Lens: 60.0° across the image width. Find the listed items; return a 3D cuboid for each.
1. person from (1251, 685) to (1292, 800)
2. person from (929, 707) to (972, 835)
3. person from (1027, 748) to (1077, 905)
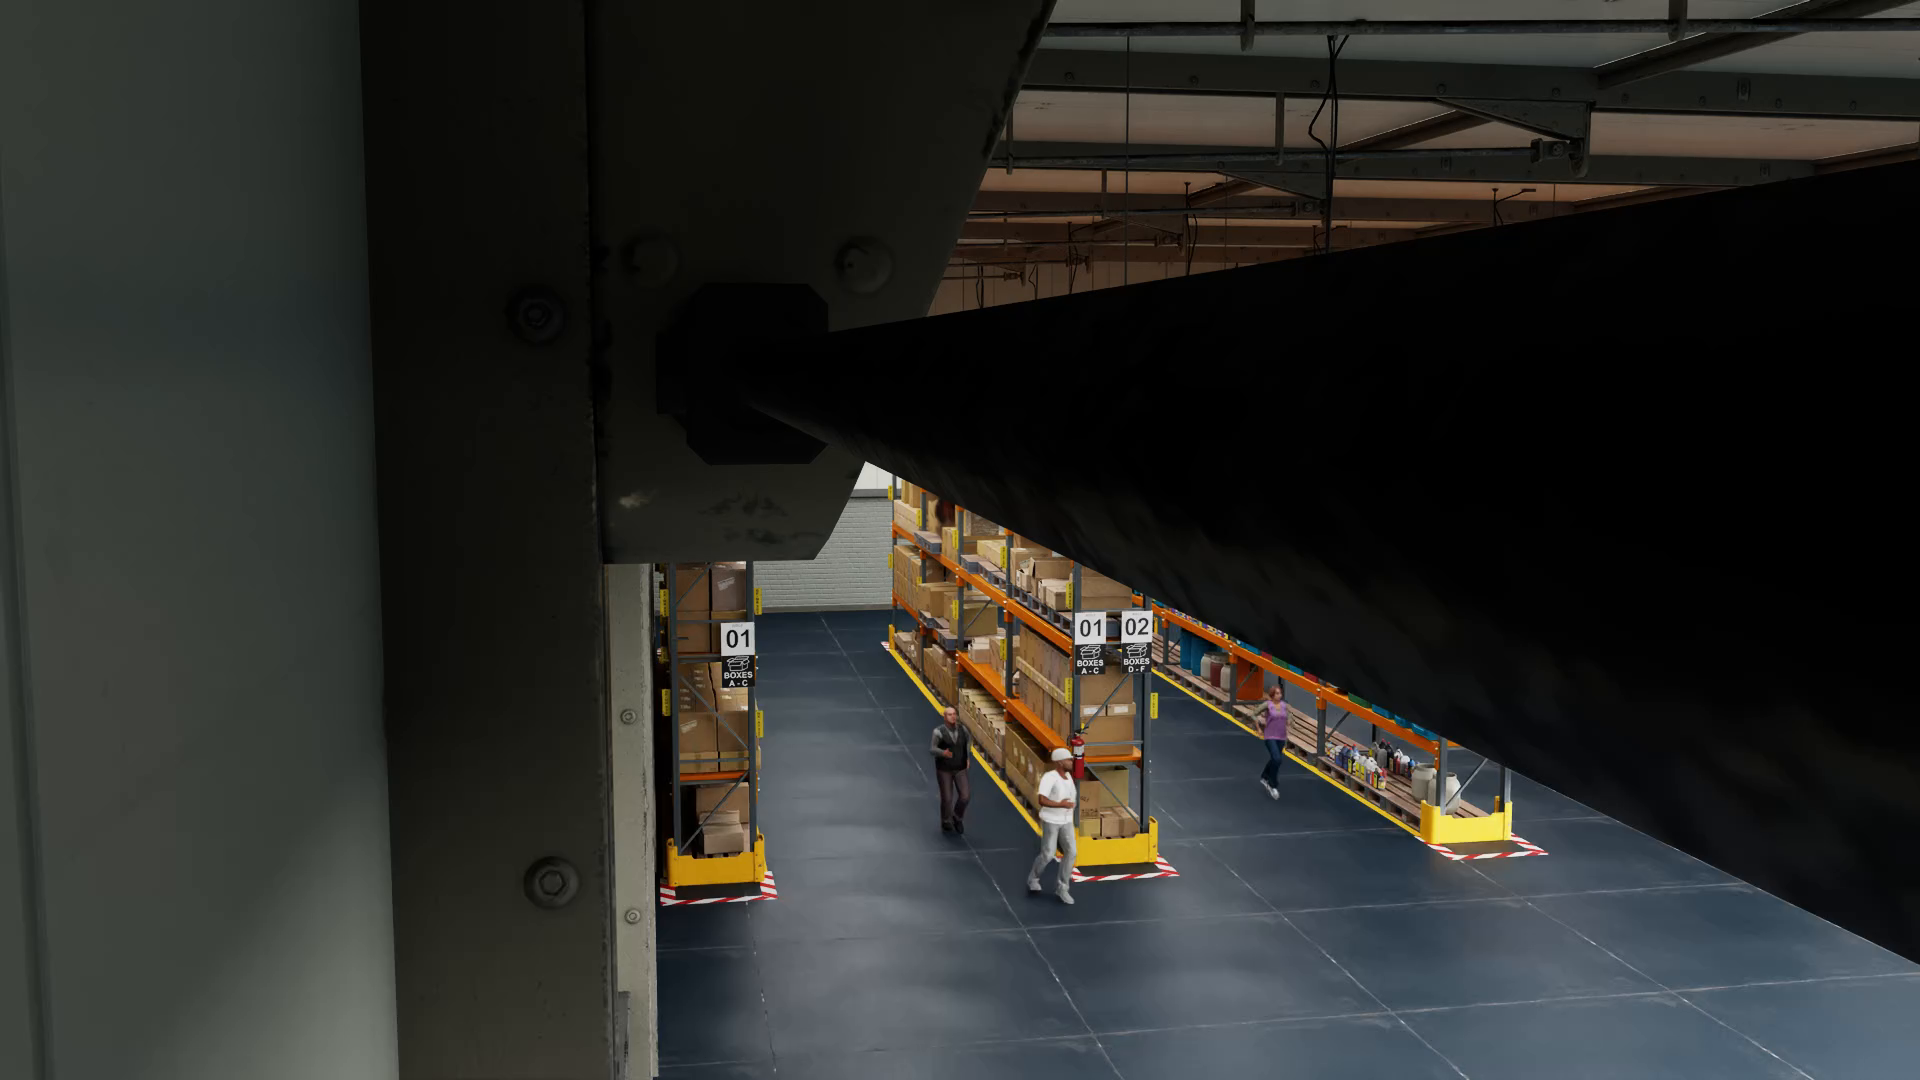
[{"bbox_3d":[4.563,2.924,24.184,0.493,1.644,0.710,-3,7,-25],"label":"person"},{"bbox_3d":[-0.086,3.093,22.168,0.641,1.728,0.658,-2,6,-15],"label":"person"},{"bbox_3d":[1.204,3.348,19.699,0.691,1.735,0.801,-5,8,-39],"label":"person"}]
